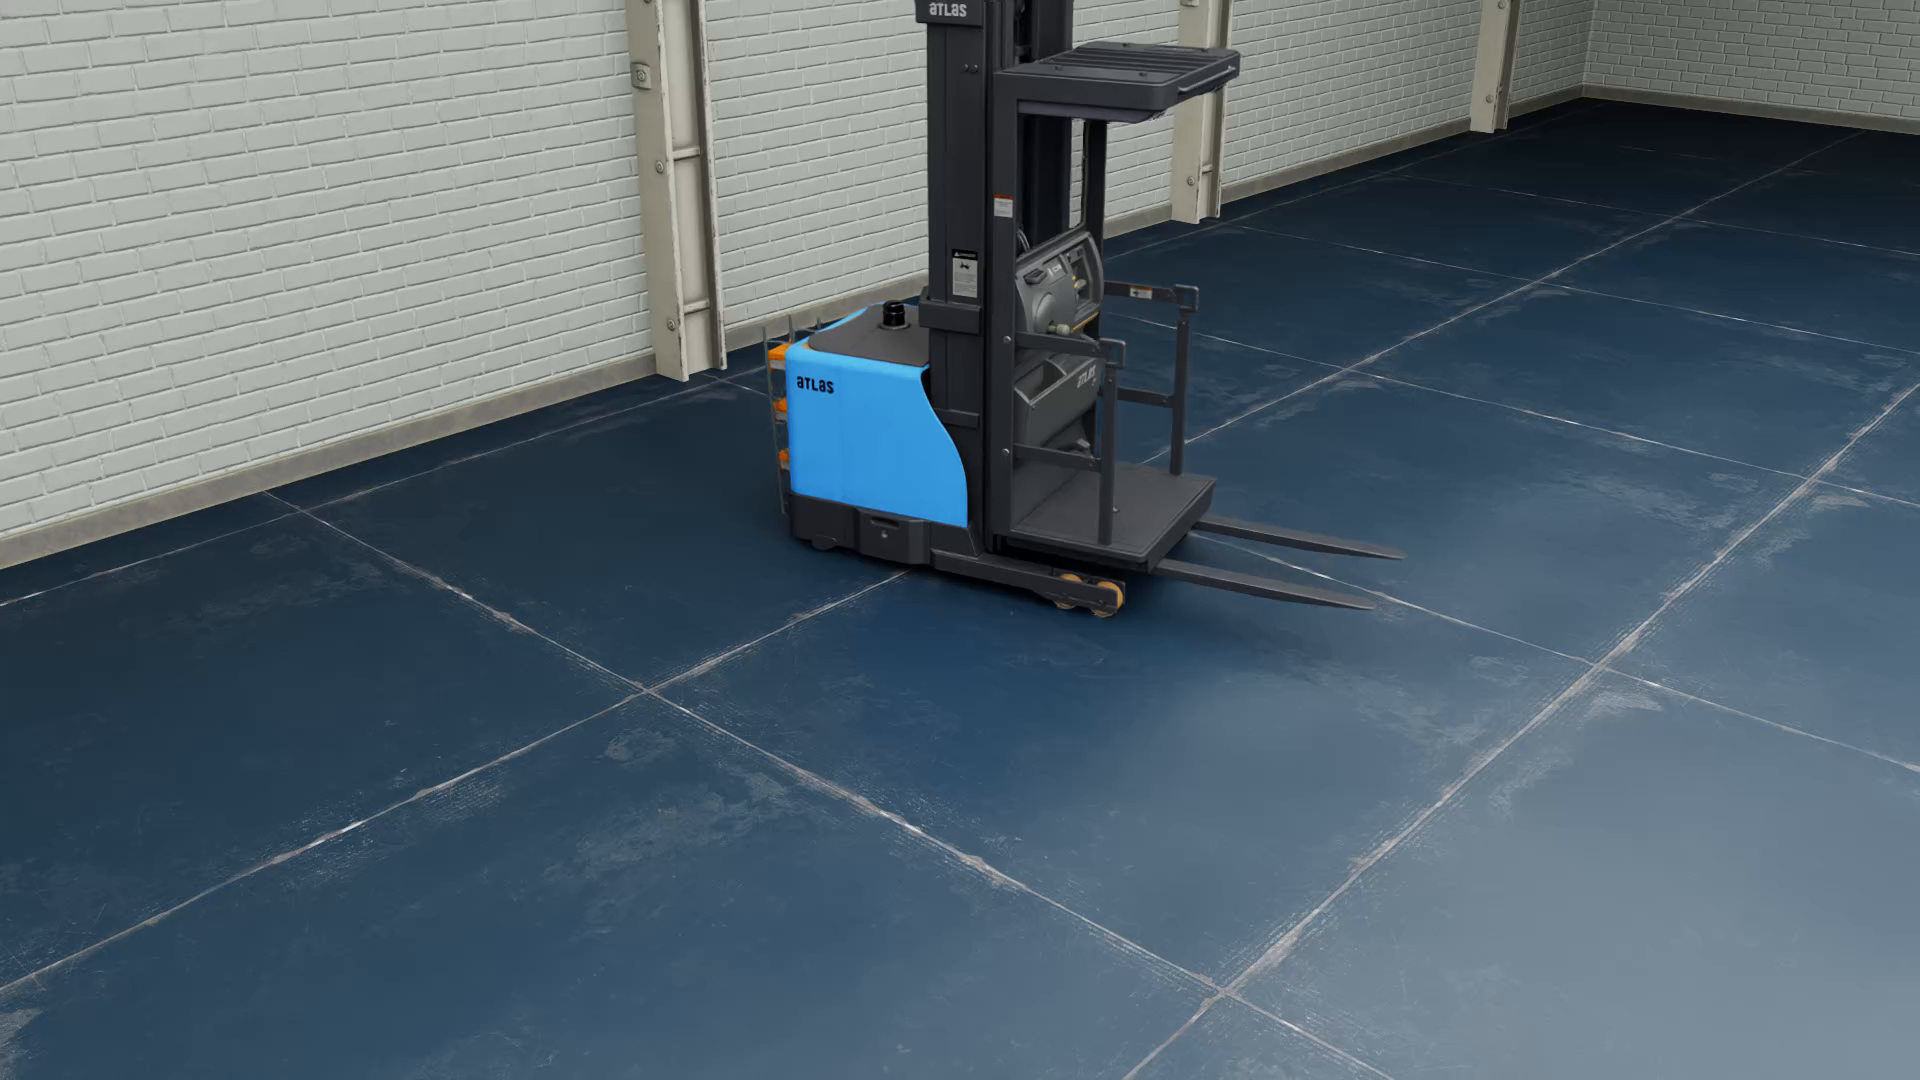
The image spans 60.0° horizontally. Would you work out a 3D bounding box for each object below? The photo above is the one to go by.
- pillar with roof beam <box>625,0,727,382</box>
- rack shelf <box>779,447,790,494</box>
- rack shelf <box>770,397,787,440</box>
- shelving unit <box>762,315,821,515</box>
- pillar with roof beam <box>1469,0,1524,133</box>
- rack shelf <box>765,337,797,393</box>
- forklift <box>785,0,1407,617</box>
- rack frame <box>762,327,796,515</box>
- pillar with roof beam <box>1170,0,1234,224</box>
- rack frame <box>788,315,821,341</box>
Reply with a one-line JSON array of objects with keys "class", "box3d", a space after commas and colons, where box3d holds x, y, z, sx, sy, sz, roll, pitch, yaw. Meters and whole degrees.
[{"class": "pillar with roof beam", "box3d": [1.372, -4.089, 6.871, 9.100, 9.000, 0.400, 20, 31, 38]}, {"class": "rack shelf", "box3d": [-0.837, -0.391, 9.025, 0.215, 0.259, 0.240, 8, 25, 27]}, {"class": "rack shelf", "box3d": [-0.853, -0.647, 8.920, 0.215, 0.259, 0.240, 8, 25, 27]}, {"class": "shelving unit", "box3d": [-0.854, -0.657, 8.916, 0.215, 1.050, 0.252, 8, 25, 27]}, {"class": "pillar with roof beam", "box3d": [9.381, -7.745, 15.025, 9.100, 9.000, 0.400, 20, 31, 38]}, {"class": "rack shelf", "box3d": [-0.870, -0.910, 8.812, 0.215, 0.259, 0.240, 8, 25, 27]}, {"class": "forklift", "box3d": [0.663, -1.219, 7.886, 3.031, 2.935, 1.130, 11, 27, 24]}, {"class": "rack frame", "box3d": [-0.911, -0.613, 8.817, 0.200, 1.050, 0.008, 8, 25, 27]}, {"class": "pillar with roof beam", "box3d": [5.377, -5.917, 10.948, 9.100, 9.000, 0.400, 20, 31, 38]}, {"class": "rack frame", "box3d": [-0.796, -0.701, 9.014, 0.200, 1.050, 0.008, 8, 25, 27]}]
